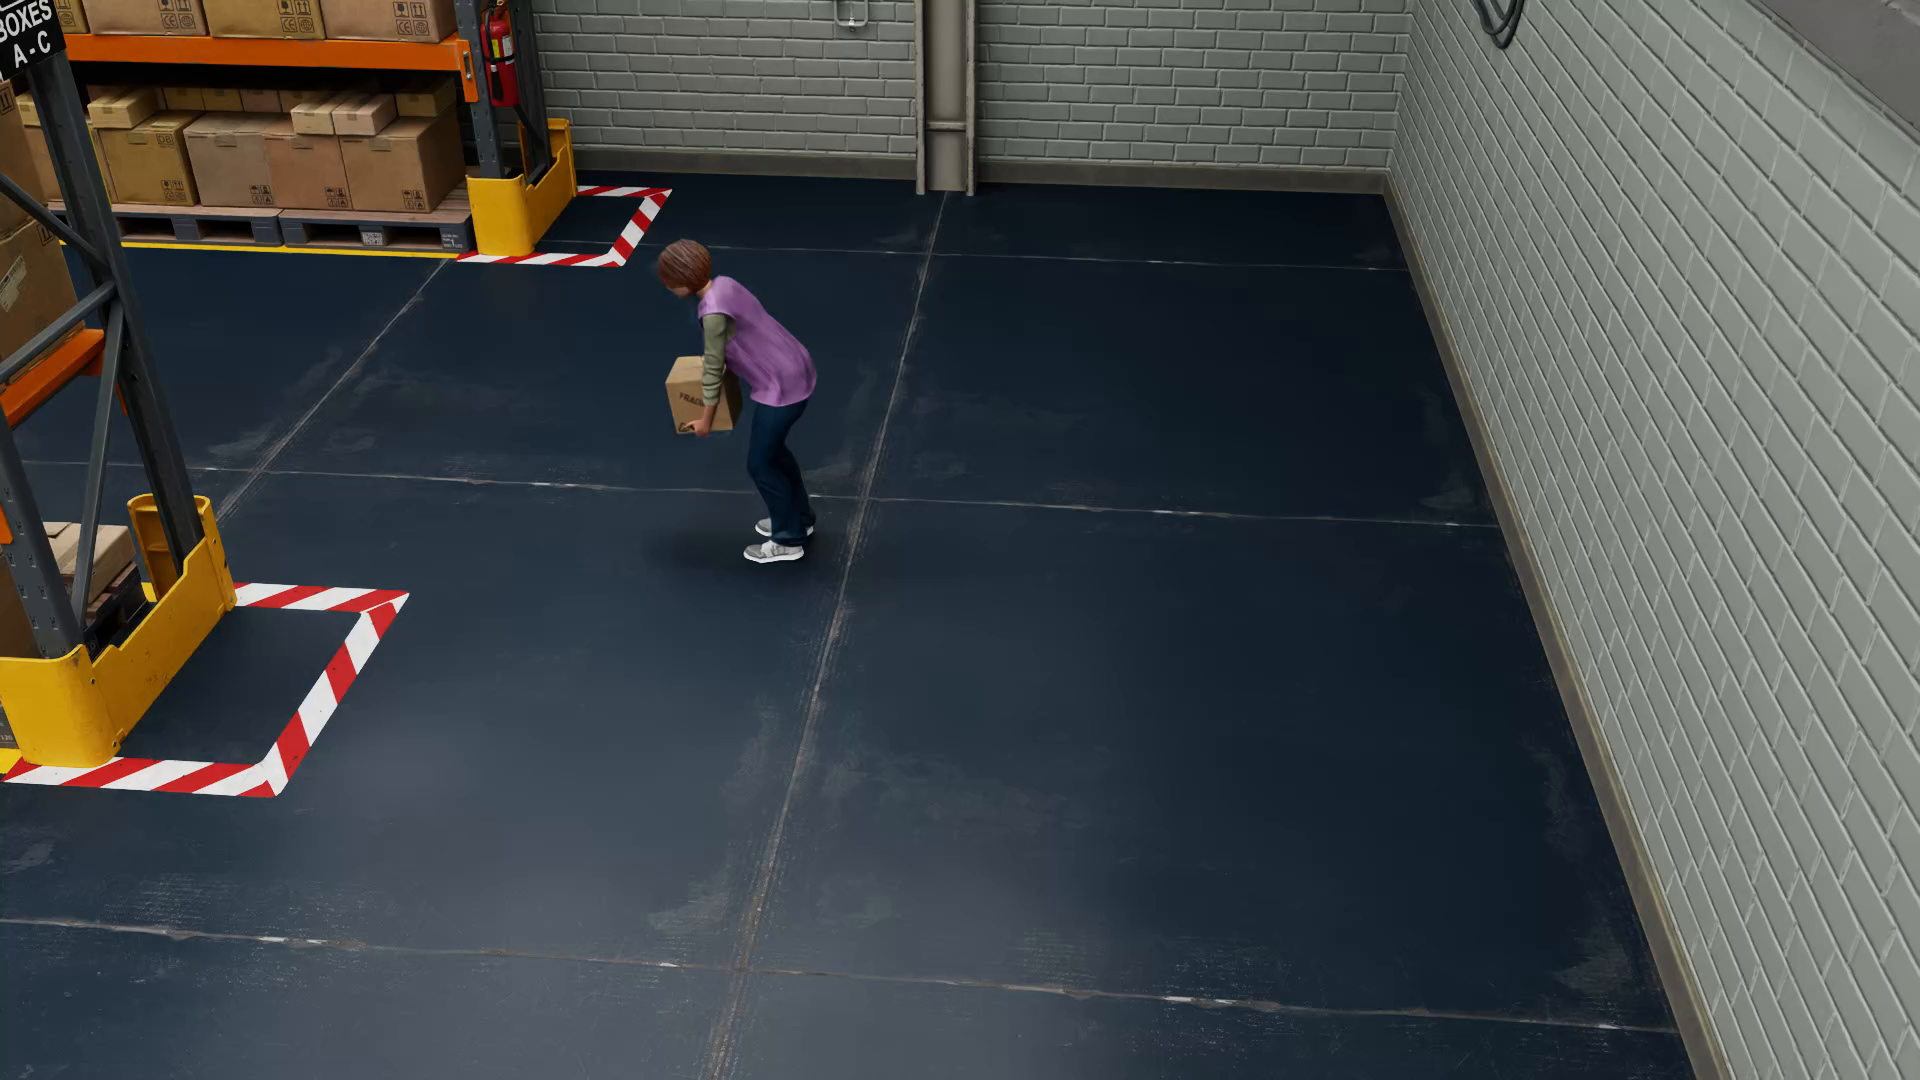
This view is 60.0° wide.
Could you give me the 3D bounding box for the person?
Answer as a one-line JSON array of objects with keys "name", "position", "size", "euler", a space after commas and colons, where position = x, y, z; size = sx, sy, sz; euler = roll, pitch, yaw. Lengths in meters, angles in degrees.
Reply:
[{"name": "person", "position": [-0.934, -0.568, 7.232], "size": [0.636, 1.398, 0.373], "euler": [2, 32, 3]}]
